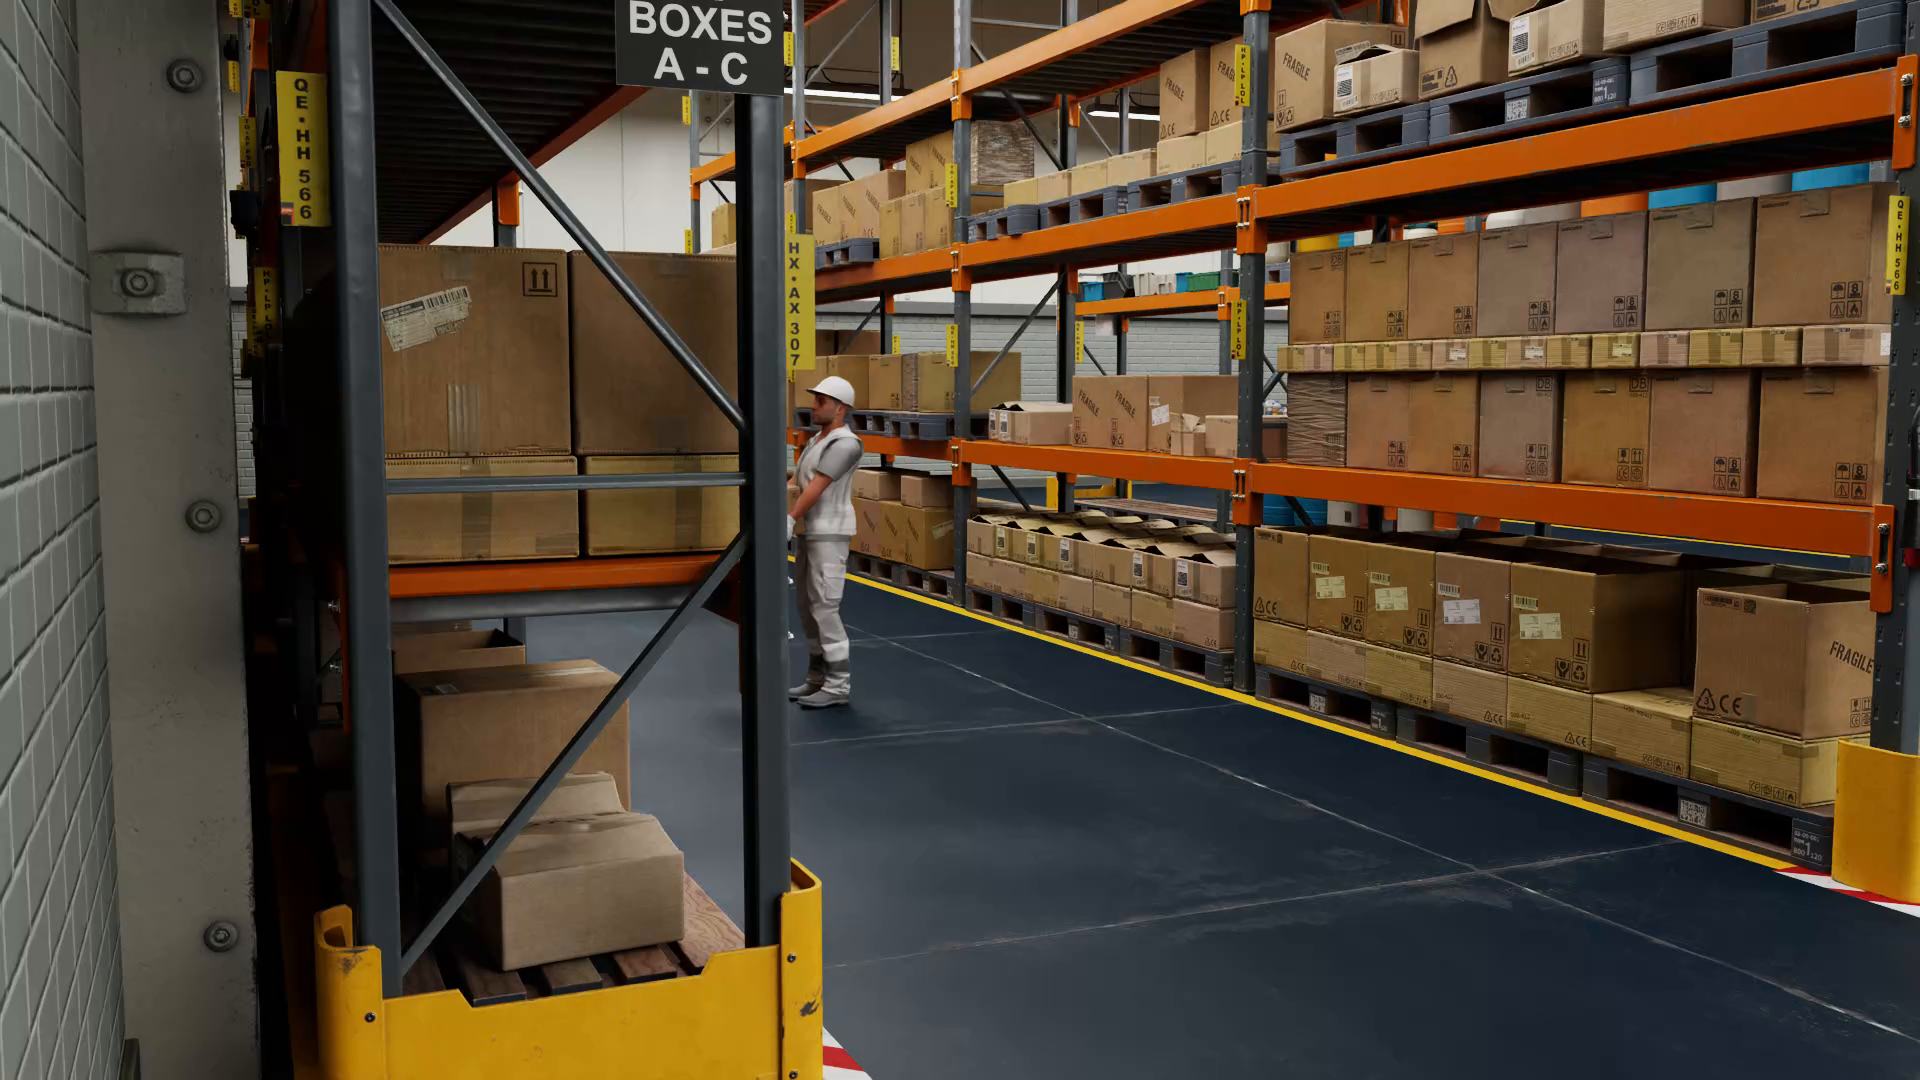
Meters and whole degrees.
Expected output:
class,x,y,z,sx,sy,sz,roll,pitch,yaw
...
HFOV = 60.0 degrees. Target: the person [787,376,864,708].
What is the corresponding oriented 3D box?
class,x,y,z,sx,sy,sz,roll,pitch,yaw
person,-0.832,0.008,9.013,0.560,1.782,0.494,-2,6,-23
